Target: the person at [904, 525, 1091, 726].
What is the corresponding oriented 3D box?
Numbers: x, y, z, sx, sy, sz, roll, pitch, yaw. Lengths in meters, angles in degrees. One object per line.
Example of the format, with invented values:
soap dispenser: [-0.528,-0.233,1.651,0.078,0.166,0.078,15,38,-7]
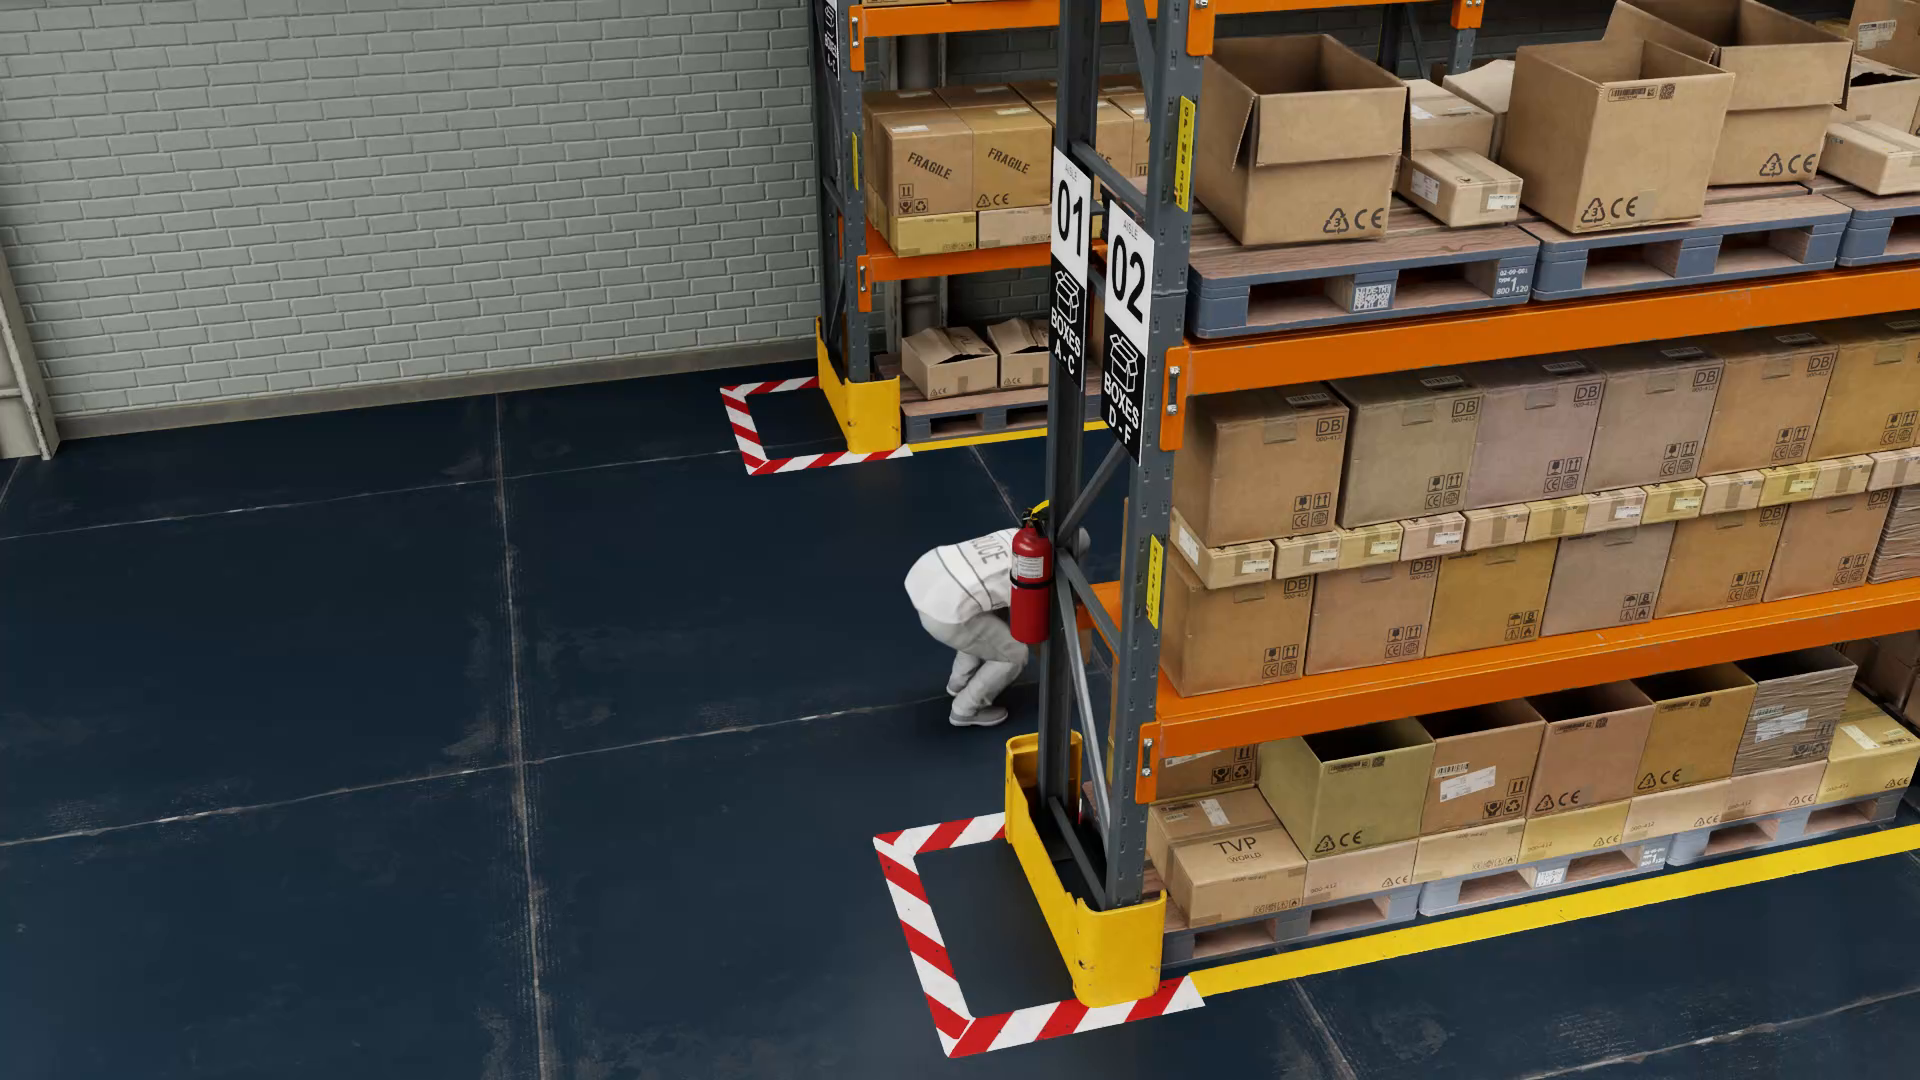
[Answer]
person: [0.199,0.397,8.249,0.934,0.966,0.460,-9,32,-15]
